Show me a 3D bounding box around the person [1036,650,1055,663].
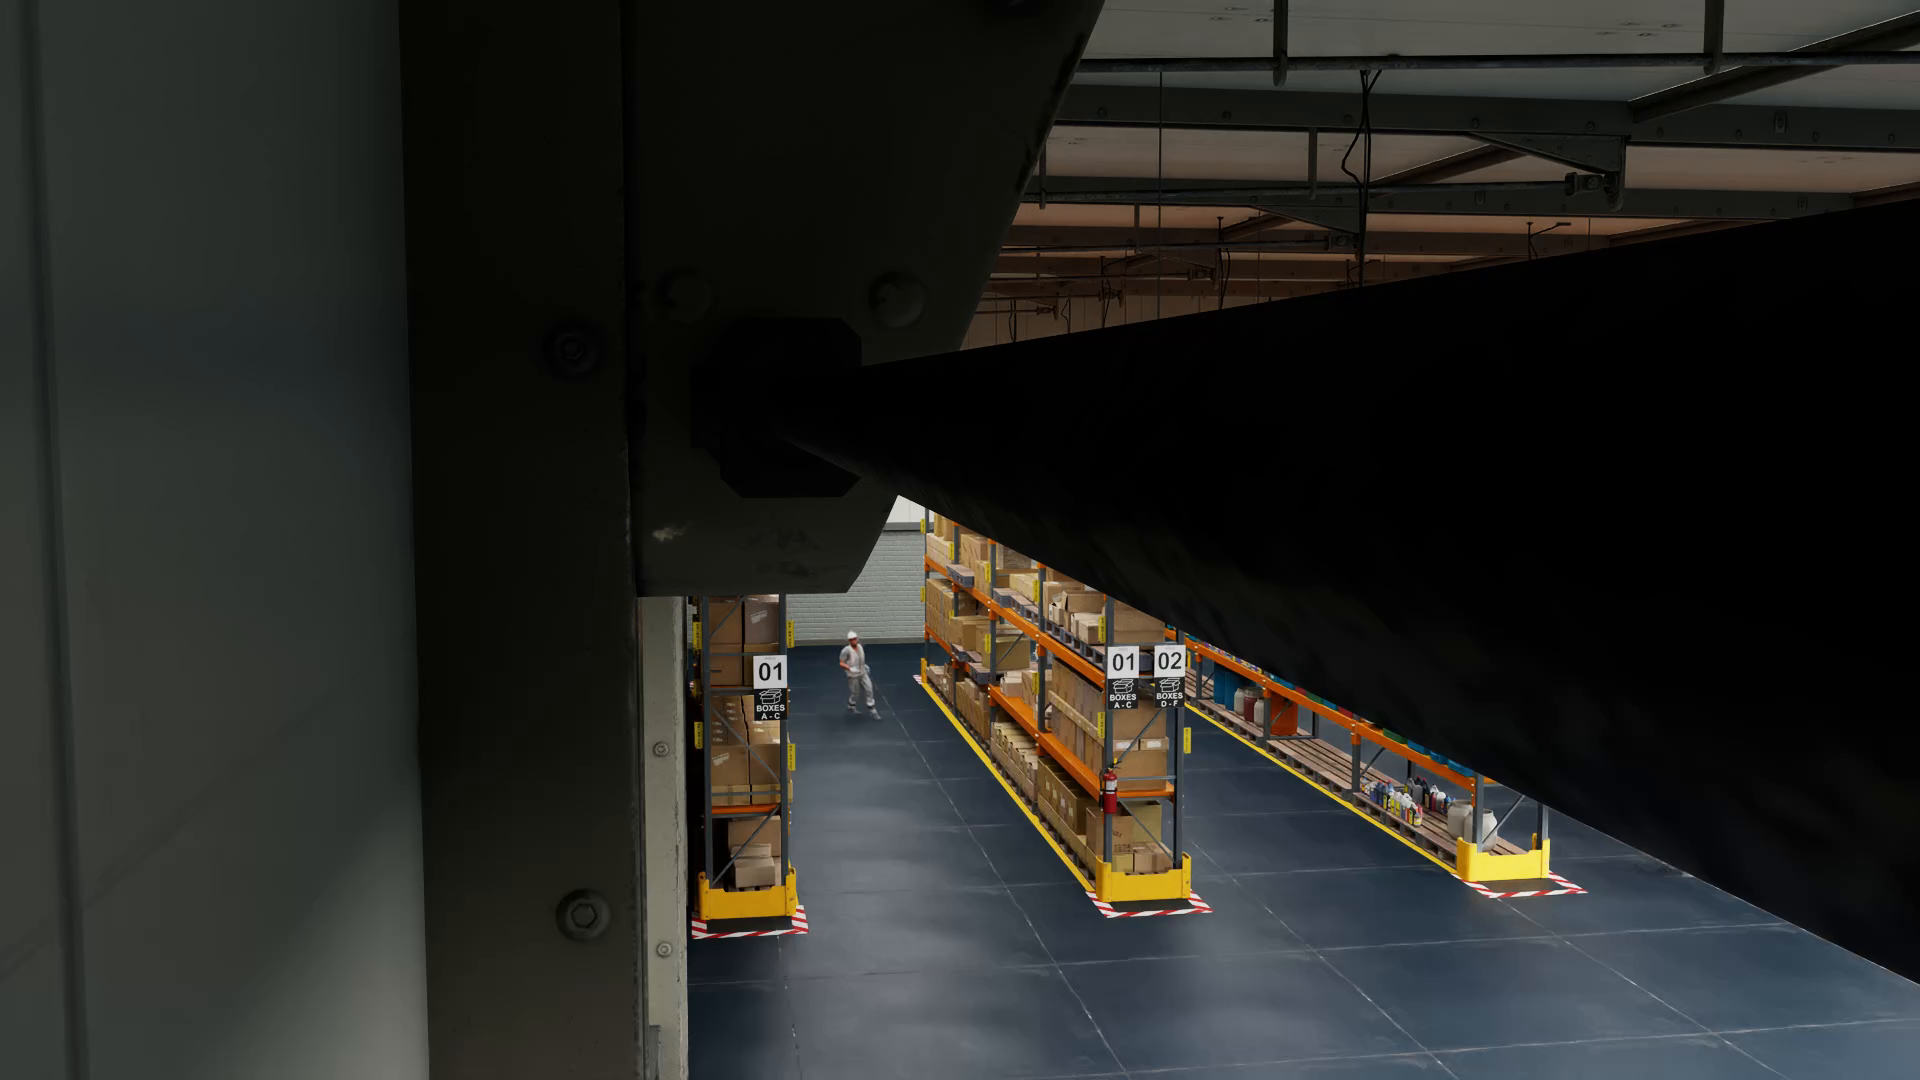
[{"bbox_3d":[2.109,2.038,38.927,0.614,1.767,0.709,1,5,16],"label":"person"}]

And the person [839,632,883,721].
[{"bbox_3d":[-2.042,2.625,32.246,0.744,1.749,0.888,-4,7,-41],"label":"person"}]
